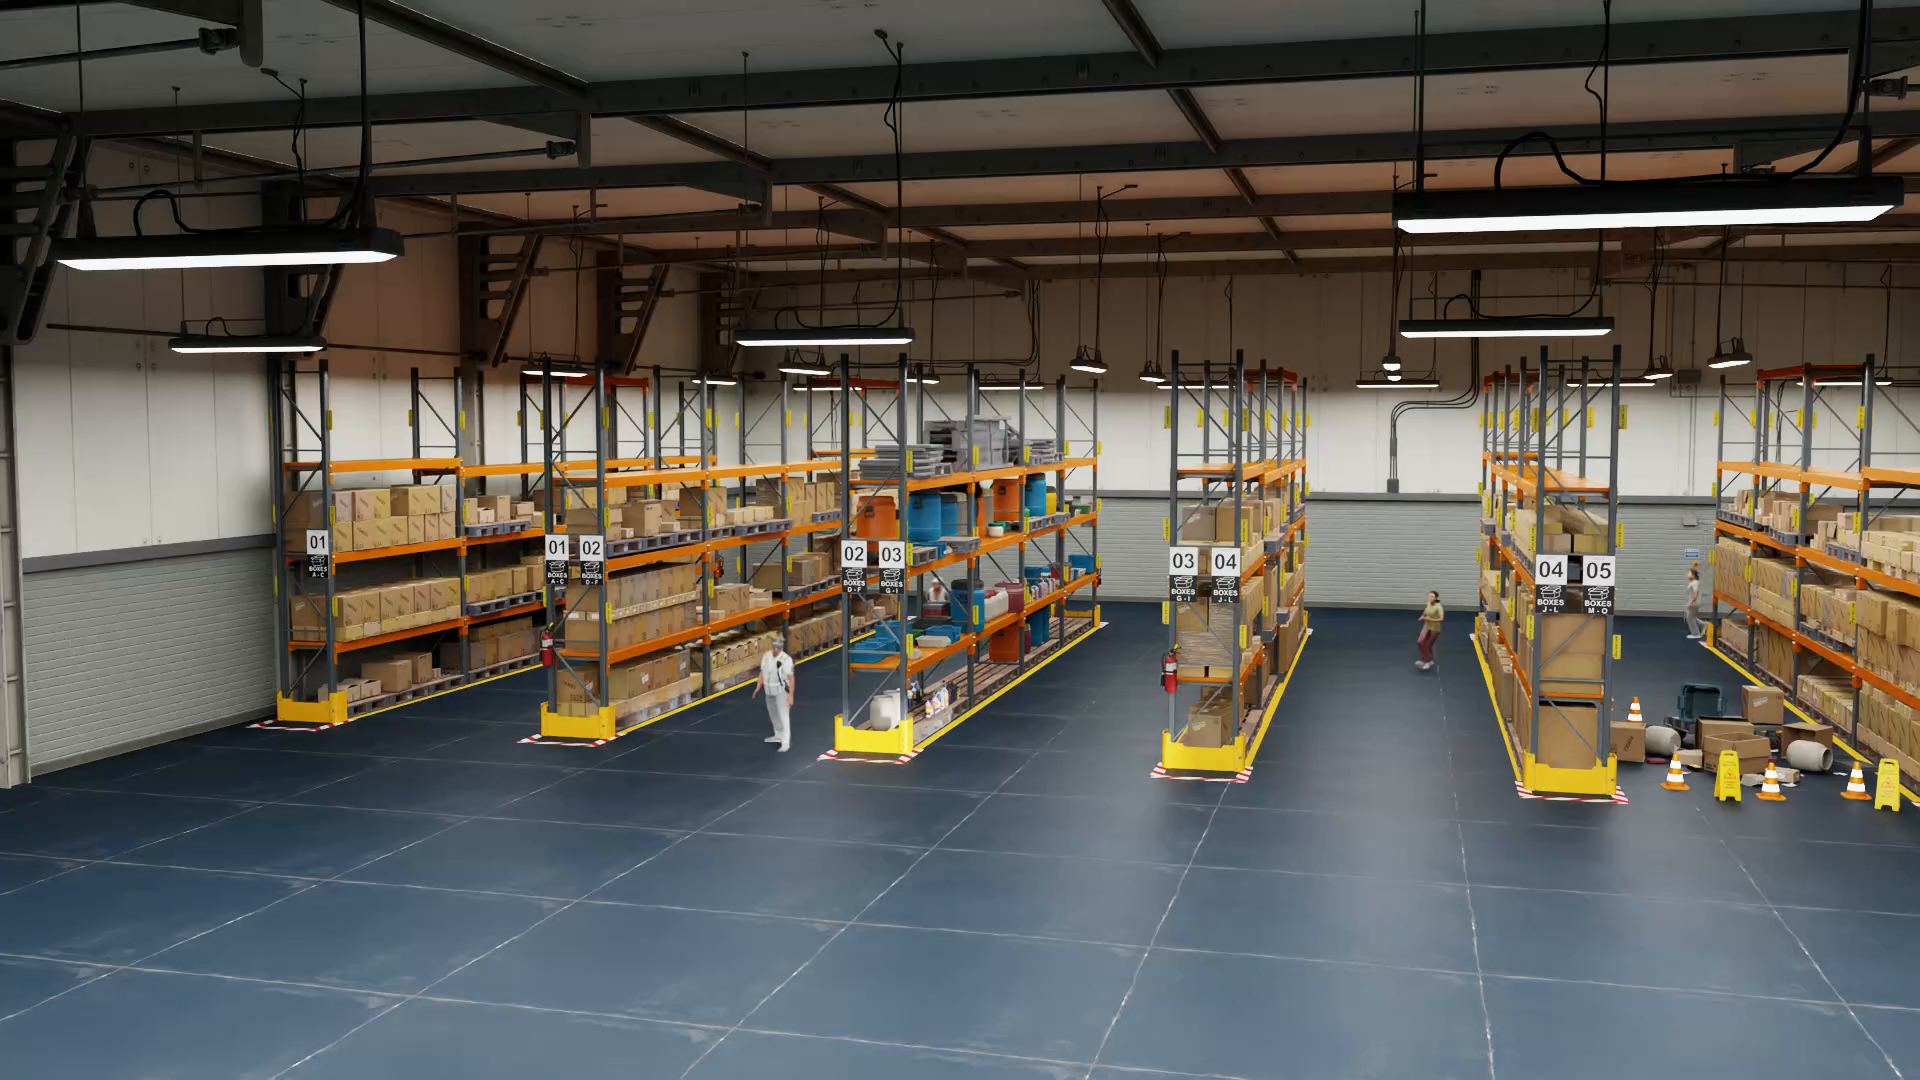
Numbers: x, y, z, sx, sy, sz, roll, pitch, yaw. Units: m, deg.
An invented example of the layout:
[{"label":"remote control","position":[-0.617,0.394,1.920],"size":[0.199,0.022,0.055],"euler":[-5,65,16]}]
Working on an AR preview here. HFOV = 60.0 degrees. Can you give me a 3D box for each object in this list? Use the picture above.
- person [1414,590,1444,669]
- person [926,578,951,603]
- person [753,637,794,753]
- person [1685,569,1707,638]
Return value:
[{"label":"person","position":[9.449,1.784,33.430],"size":[0.746,1.584,0.672],"euler":[4,6,44]},{"label":"person","position":[-0.419,1.554,35.258],"size":[0.652,1.578,0.788],"euler":[1,4,15]},{"label":"person","position":[-2.790,2.332,25.429],"size":[0.696,1.749,0.624],"euler":[3,5,32]},{"label":"person","position":[16.884,1.465,38.072],"size":[0.533,1.618,0.563],"euler":[2,5,27]}]
